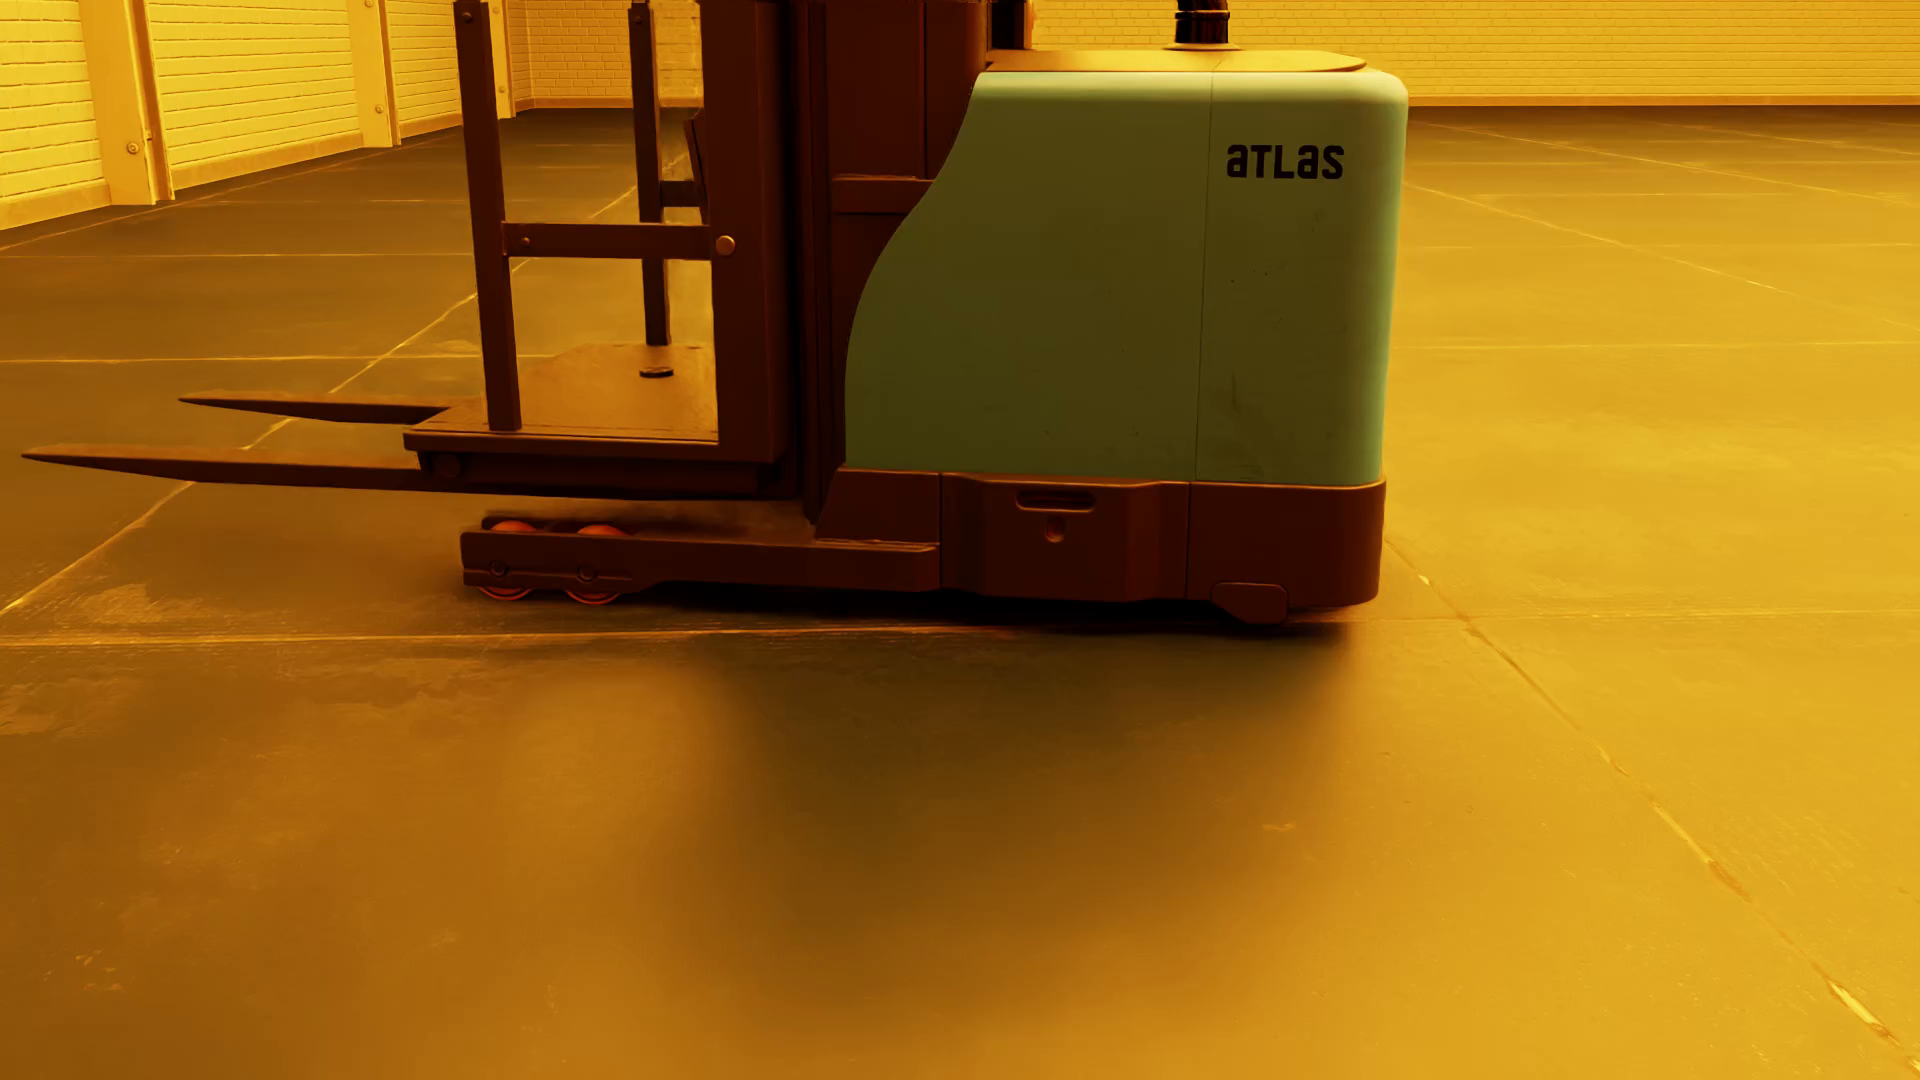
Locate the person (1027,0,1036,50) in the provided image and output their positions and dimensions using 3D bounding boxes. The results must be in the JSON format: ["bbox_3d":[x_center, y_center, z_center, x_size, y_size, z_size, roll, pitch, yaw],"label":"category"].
[{"bbox_3d":[-0.014,-1.347,5.815,0.706,1.537,0.948,0,17,1],"label":"person"}]

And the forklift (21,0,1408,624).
[{"bbox_3d":[-0.601,-1.415,3.533,3.031,2.935,1.130,3,17,8],"label":"forklift"}]
